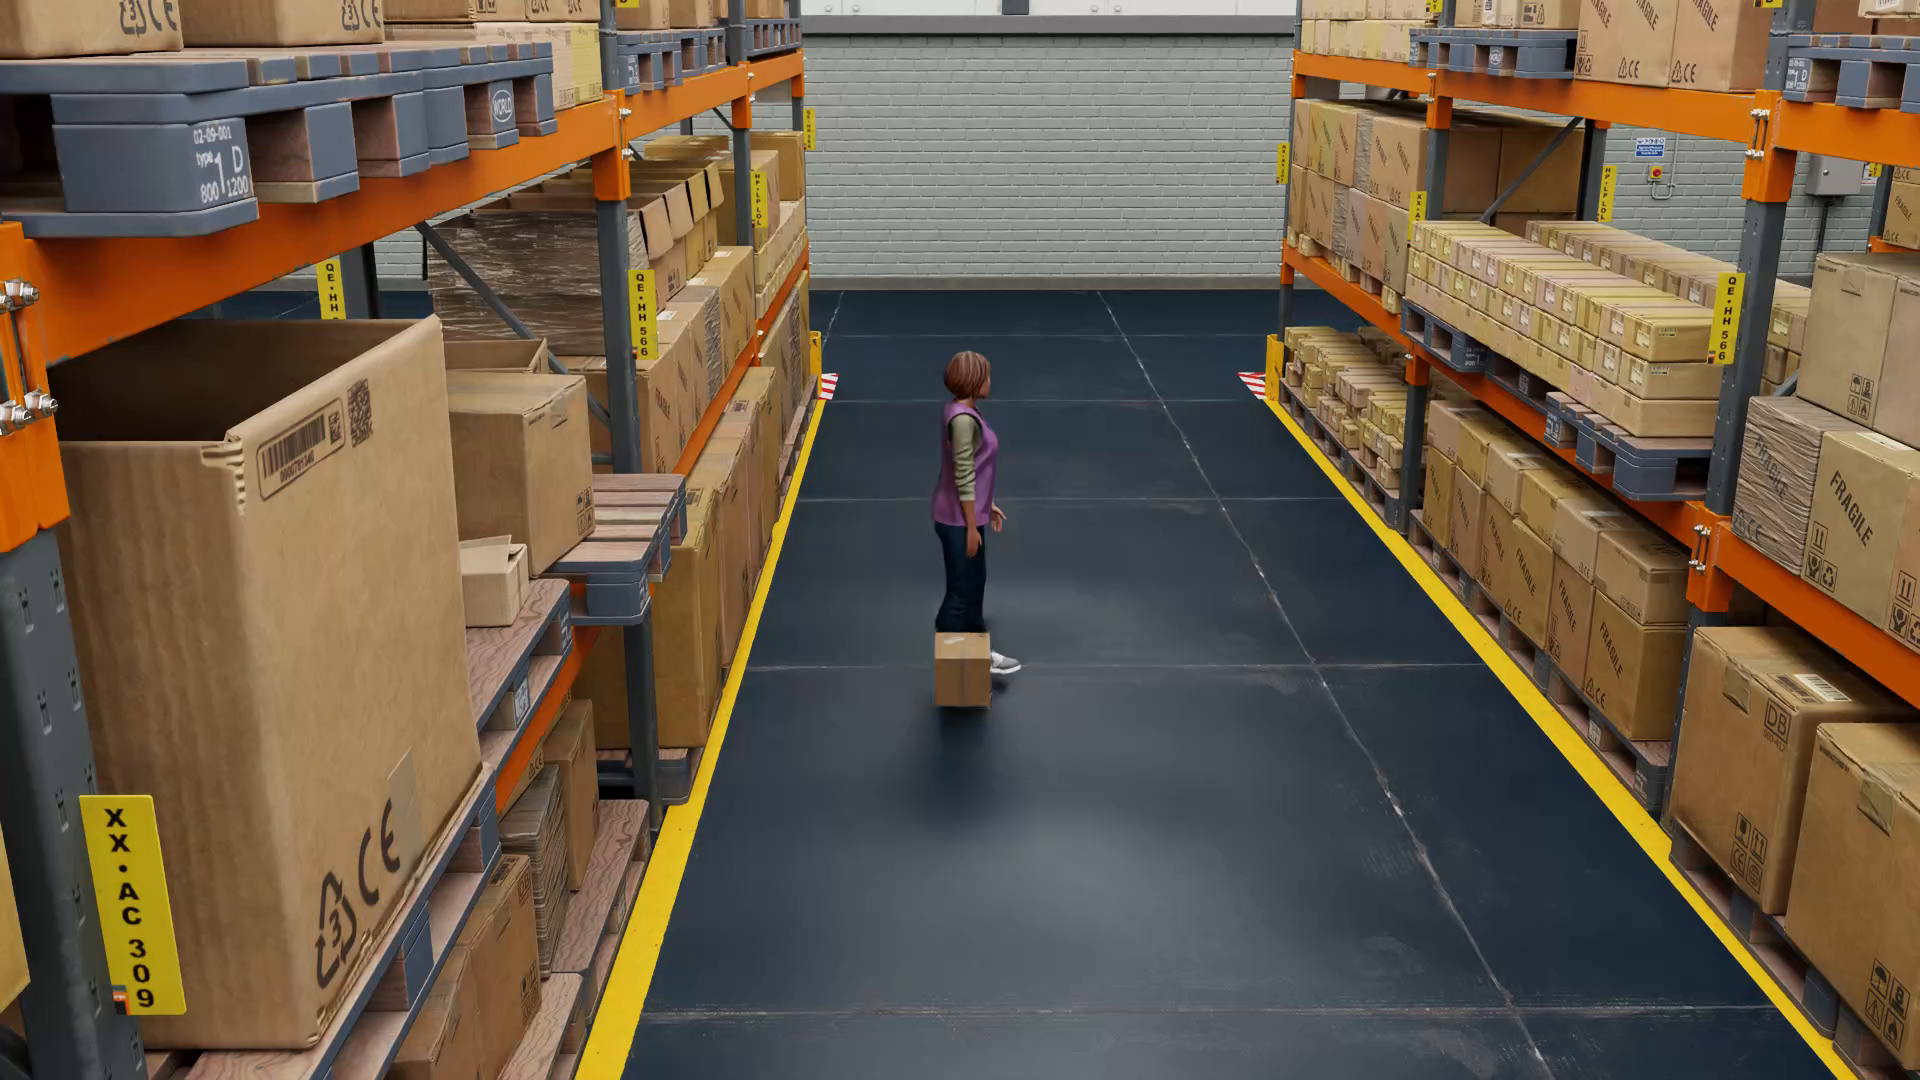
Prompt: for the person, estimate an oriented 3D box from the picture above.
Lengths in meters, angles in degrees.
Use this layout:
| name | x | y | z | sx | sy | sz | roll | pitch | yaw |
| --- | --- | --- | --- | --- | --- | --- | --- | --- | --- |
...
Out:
| name | x | y | z | sx | sy | sz | roll | pitch | yaw |
| --- | --- | --- | --- | --- | --- | --- | --- | --- | --- |
| person | 0.074 | -0.078 | 7.737 | 0.438 | 1.605 | 0.452 | 0 | 17 | 0 |
